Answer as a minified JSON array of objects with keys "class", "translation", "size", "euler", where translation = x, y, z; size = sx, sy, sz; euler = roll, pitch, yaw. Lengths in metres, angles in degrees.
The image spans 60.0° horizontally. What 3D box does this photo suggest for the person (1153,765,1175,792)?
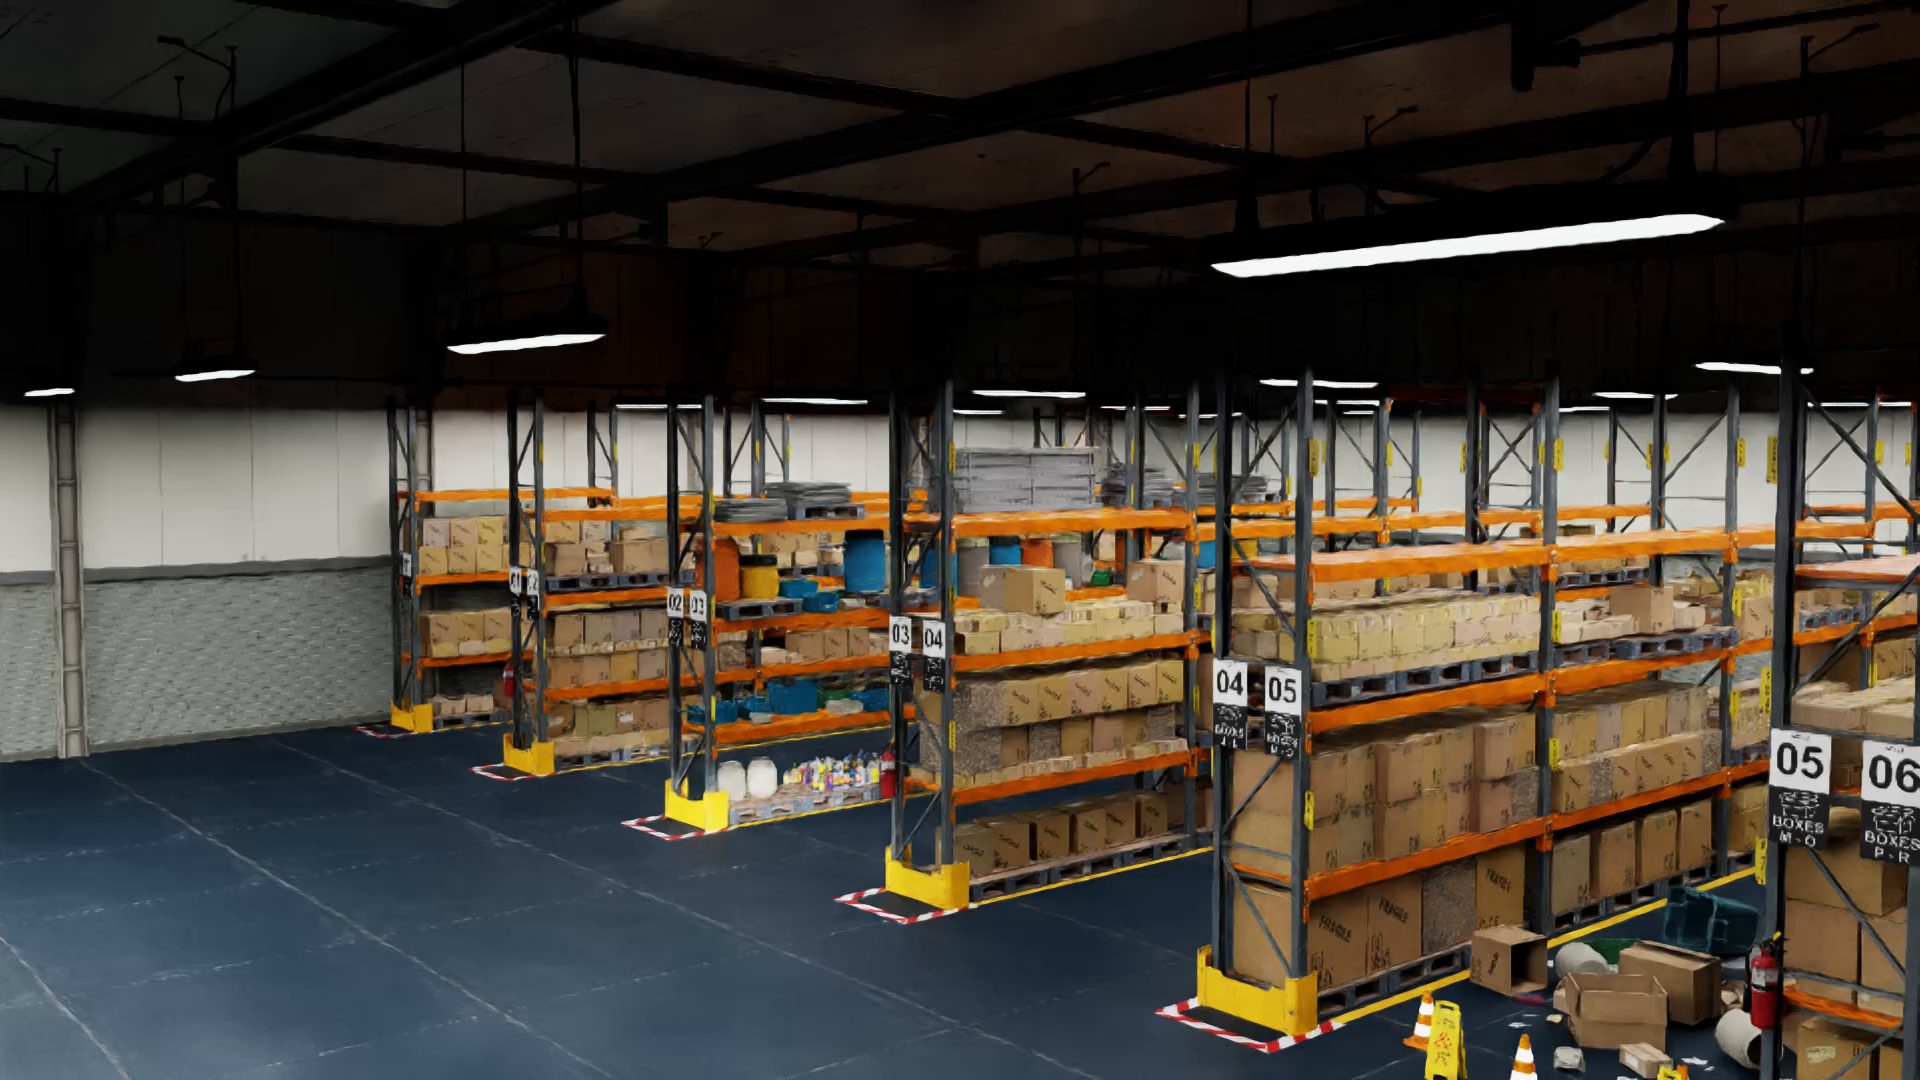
[{"class":"person","translation":[2.954,2.905,24.221],"size":[0.581,1.663,0.549],"euler":[-1,3,-14]}]
